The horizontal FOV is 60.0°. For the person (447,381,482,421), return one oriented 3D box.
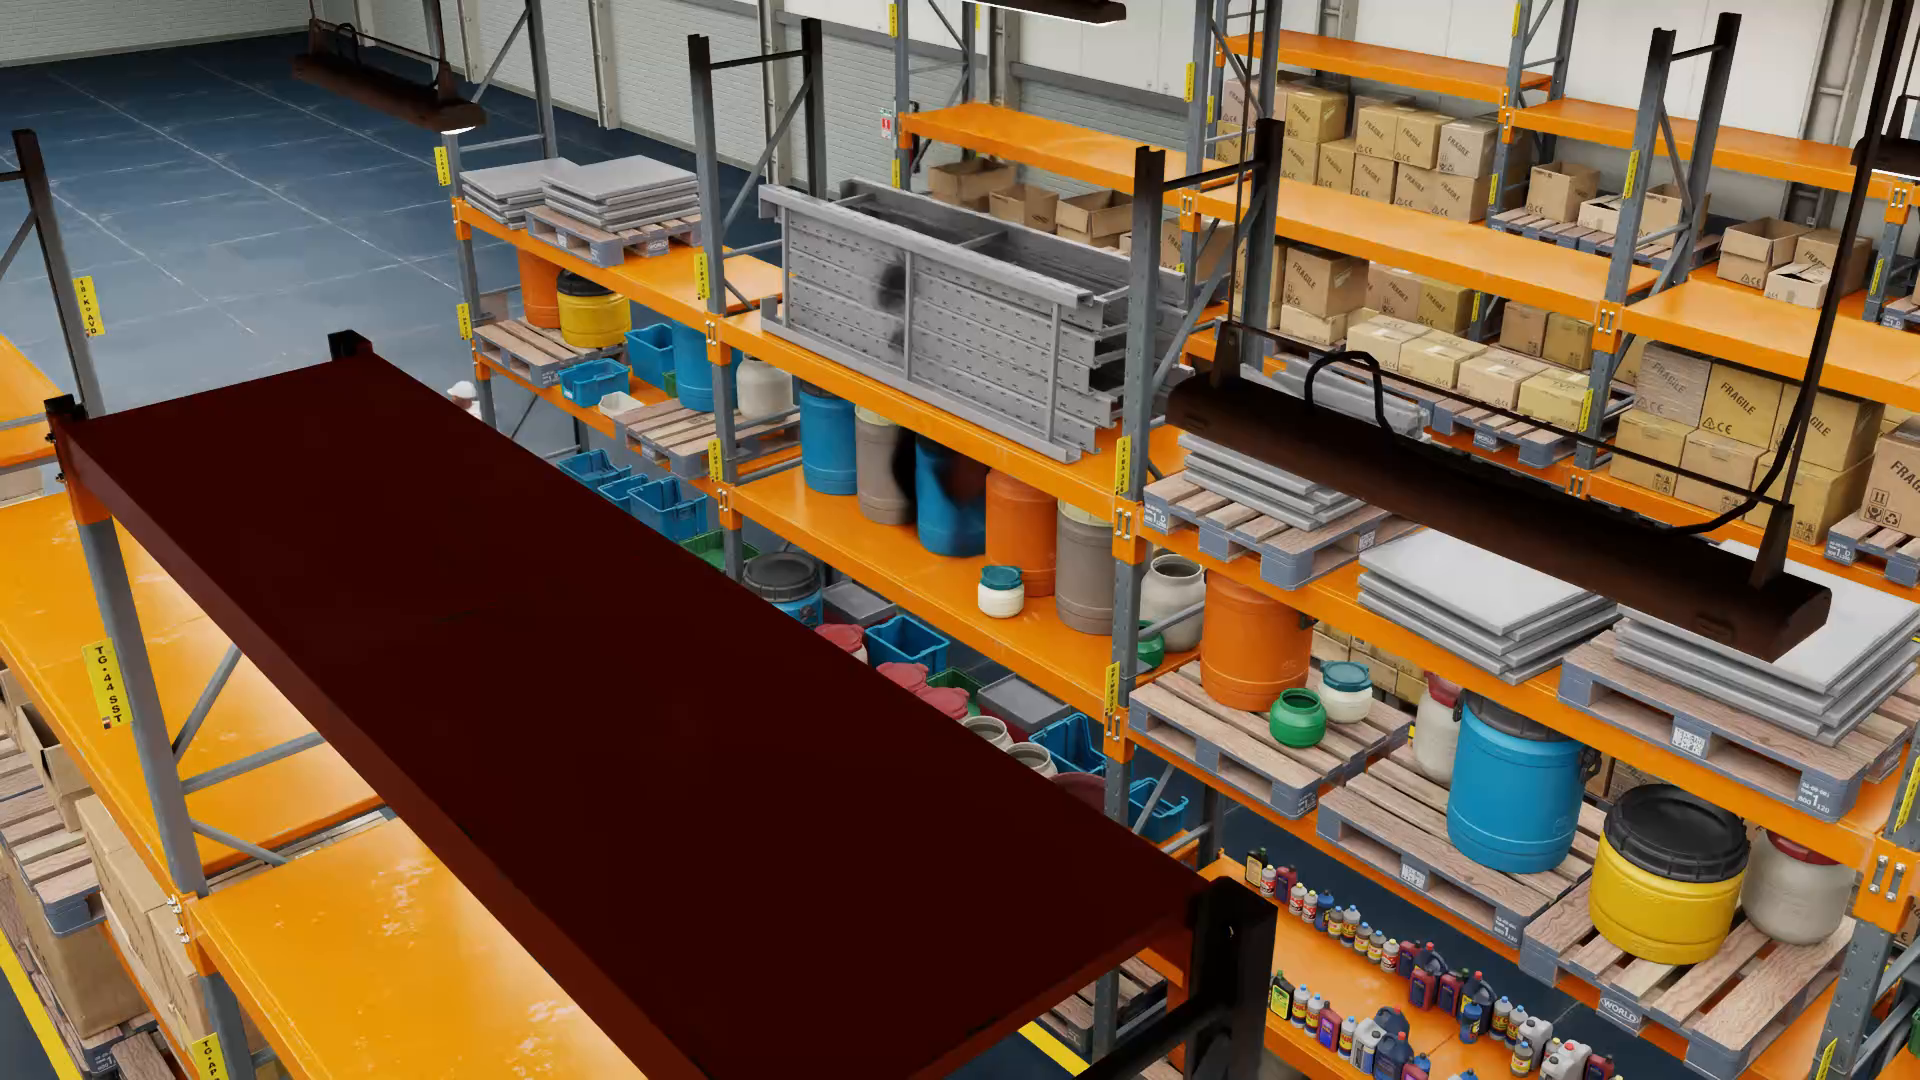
[{"bbox_3d":[-4.948,-0.799,17.227,0.842,1.795,0.719,2,27,5],"label":"person"}]

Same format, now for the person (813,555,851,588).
[{"bbox_3d":[-1.250,0.048,15.878,0.530,1.448,0.434,21,34,35],"label":"person"}]
